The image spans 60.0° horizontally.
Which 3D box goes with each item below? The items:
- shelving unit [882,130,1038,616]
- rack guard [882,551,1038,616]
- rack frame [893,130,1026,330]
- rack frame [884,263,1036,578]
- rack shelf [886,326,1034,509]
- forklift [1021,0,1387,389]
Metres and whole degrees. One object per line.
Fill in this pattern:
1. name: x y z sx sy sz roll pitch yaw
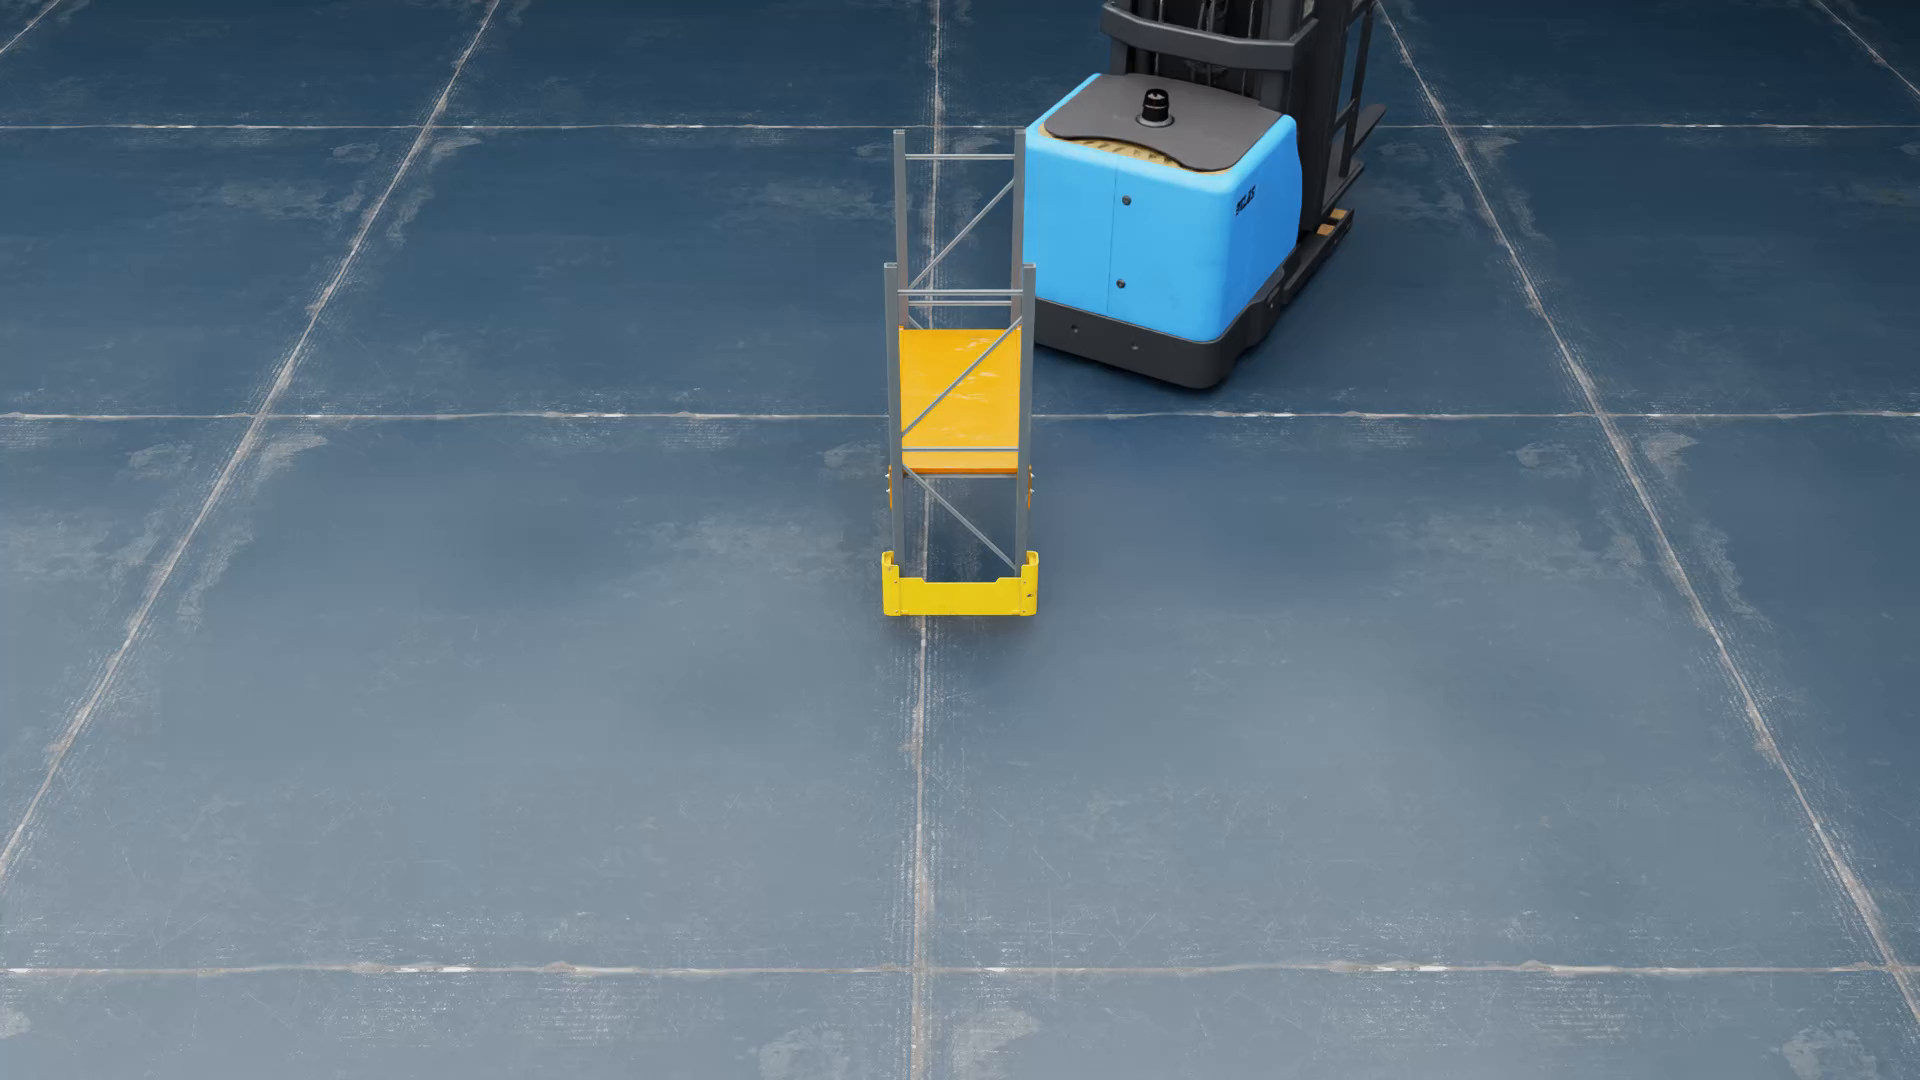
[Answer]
1. shelving unit: 0.000 -0.633 6.340 0.587 1.500 1.083 0 39 0
2. rack guard: 0.000 0.166 6.343 0.587 0.250 0.087 0 39 0
3. rack frame: -0.001 -0.956 6.744 0.500 1.500 0.032 0 39 0
4. rack frame: 0.000 -0.321 5.951 0.500 1.500 0.032 0 39 0
5. rack shelf: 0.000 -0.498 6.460 0.538 0.185 1.000 0 39 0
6. forklift: 1.400 -2.730 7.813 1.130 2.935 3.031 19 43 22
